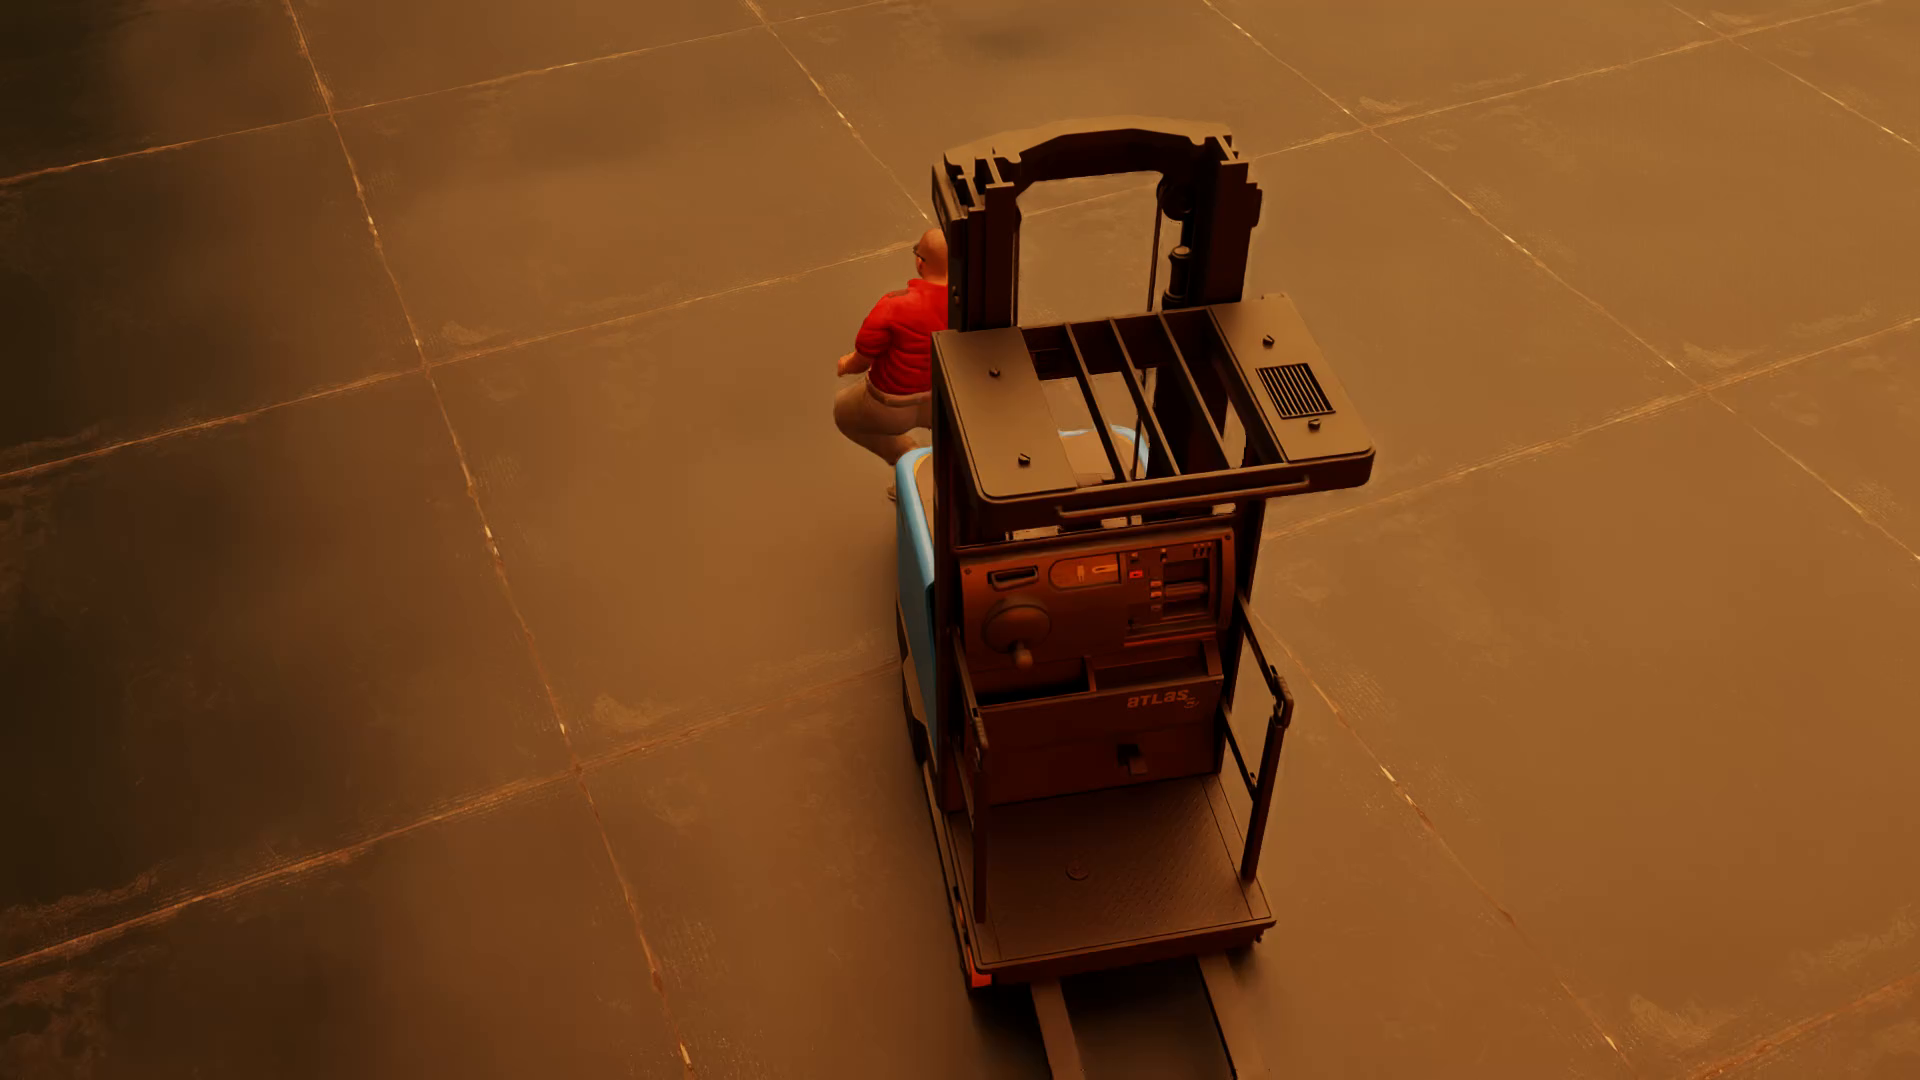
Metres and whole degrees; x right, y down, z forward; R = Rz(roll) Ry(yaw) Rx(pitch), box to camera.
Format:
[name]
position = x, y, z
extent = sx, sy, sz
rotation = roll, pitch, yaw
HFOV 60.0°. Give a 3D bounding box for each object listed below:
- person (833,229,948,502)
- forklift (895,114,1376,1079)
[person]
position = -0.179, -0.782, 7.494
extent = 0.781, 1.584, 0.642
rotation = -16, 45, -16
[forklift]
position = 0.504, 0.282, 5.378
extent = 1.130, 2.935, 3.031
rotation = -7, 44, -8
